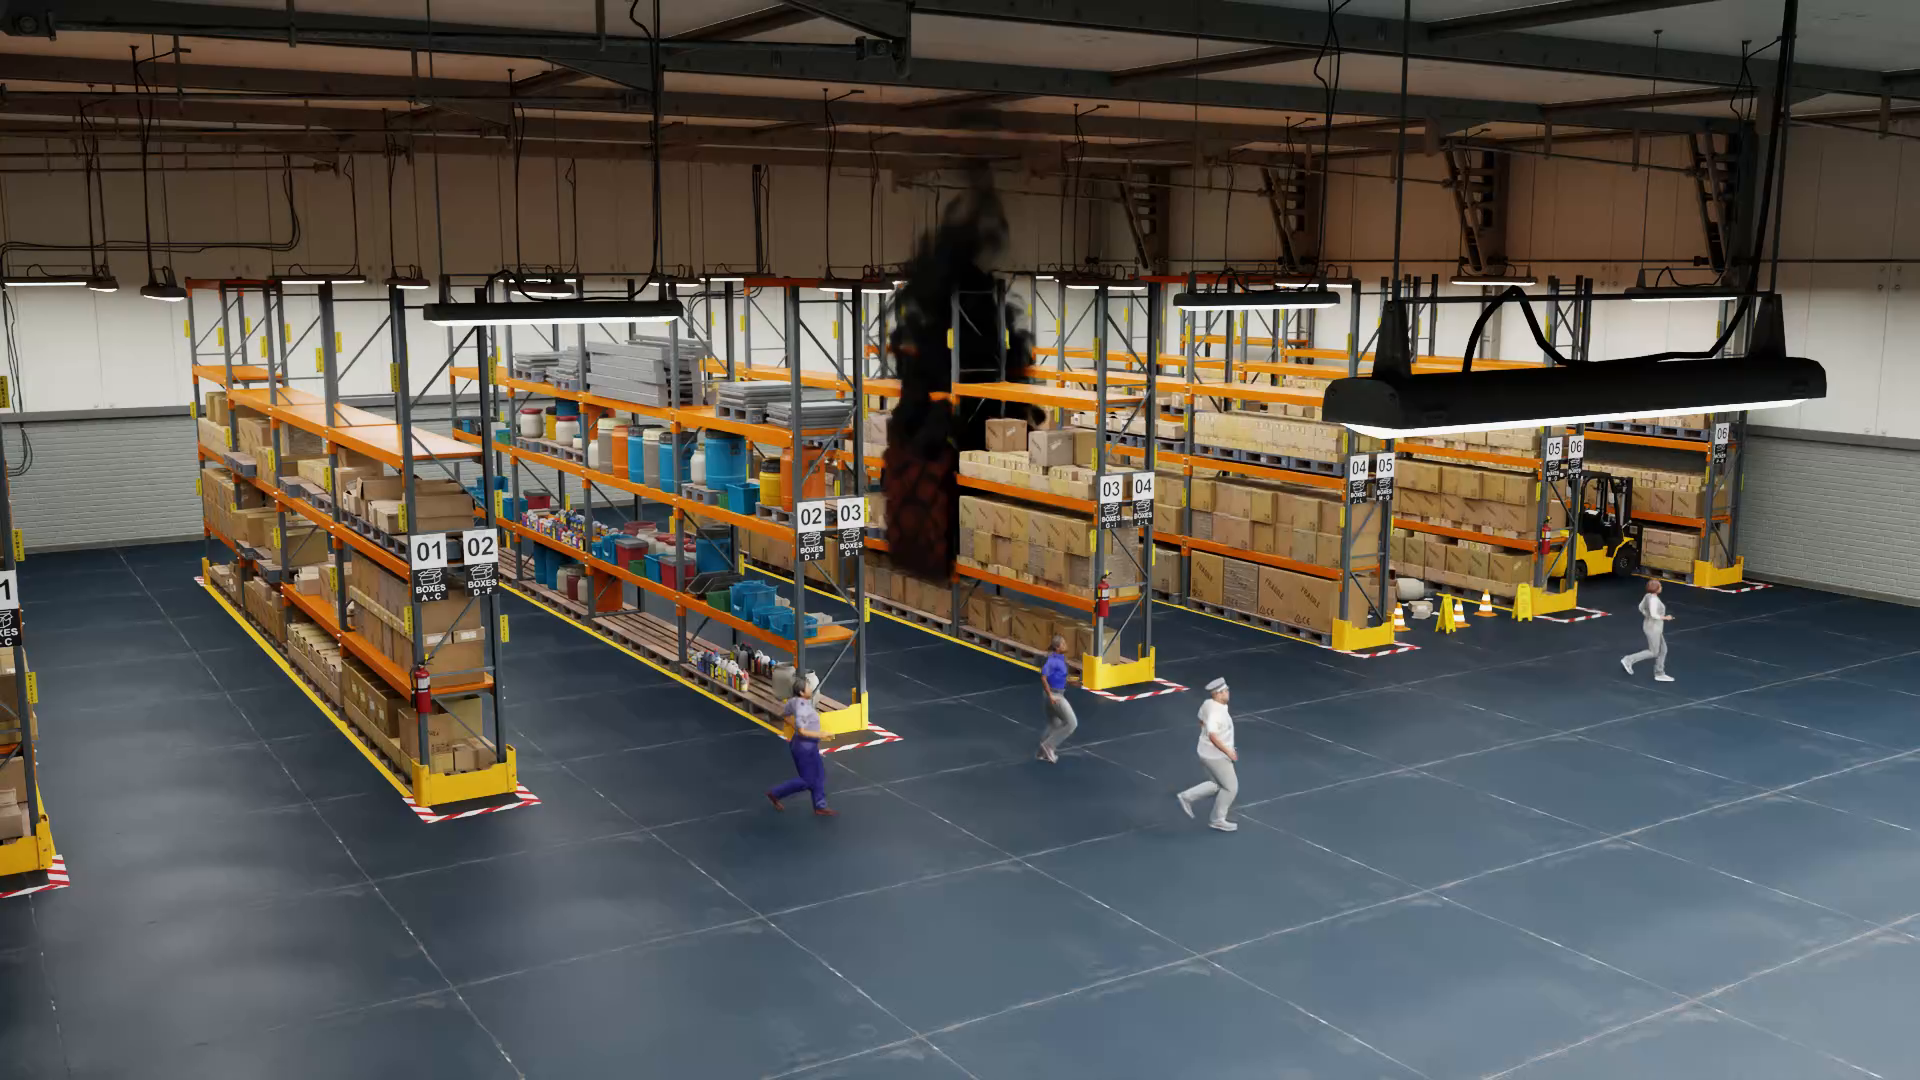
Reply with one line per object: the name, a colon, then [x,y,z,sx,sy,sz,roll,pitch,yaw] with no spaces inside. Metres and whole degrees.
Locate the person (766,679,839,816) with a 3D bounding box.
person: [-1.797,2.386,18.966,0.828,1.640,0.607,-2,10,-11]

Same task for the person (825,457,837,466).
person: [-3.213,-1.308,40.451,0.719,1.760,0.863,3,10,18]

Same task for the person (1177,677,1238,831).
person: [2.804,2.390,18.626,0.637,1.743,0.690,-1,10,-5]

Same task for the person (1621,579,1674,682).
person: [10.450,1.364,25.175,0.783,1.566,0.550,2,10,14]

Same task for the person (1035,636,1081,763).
person: [1.261,2.015,21.132,0.582,1.626,0.585,0,10,-1]
